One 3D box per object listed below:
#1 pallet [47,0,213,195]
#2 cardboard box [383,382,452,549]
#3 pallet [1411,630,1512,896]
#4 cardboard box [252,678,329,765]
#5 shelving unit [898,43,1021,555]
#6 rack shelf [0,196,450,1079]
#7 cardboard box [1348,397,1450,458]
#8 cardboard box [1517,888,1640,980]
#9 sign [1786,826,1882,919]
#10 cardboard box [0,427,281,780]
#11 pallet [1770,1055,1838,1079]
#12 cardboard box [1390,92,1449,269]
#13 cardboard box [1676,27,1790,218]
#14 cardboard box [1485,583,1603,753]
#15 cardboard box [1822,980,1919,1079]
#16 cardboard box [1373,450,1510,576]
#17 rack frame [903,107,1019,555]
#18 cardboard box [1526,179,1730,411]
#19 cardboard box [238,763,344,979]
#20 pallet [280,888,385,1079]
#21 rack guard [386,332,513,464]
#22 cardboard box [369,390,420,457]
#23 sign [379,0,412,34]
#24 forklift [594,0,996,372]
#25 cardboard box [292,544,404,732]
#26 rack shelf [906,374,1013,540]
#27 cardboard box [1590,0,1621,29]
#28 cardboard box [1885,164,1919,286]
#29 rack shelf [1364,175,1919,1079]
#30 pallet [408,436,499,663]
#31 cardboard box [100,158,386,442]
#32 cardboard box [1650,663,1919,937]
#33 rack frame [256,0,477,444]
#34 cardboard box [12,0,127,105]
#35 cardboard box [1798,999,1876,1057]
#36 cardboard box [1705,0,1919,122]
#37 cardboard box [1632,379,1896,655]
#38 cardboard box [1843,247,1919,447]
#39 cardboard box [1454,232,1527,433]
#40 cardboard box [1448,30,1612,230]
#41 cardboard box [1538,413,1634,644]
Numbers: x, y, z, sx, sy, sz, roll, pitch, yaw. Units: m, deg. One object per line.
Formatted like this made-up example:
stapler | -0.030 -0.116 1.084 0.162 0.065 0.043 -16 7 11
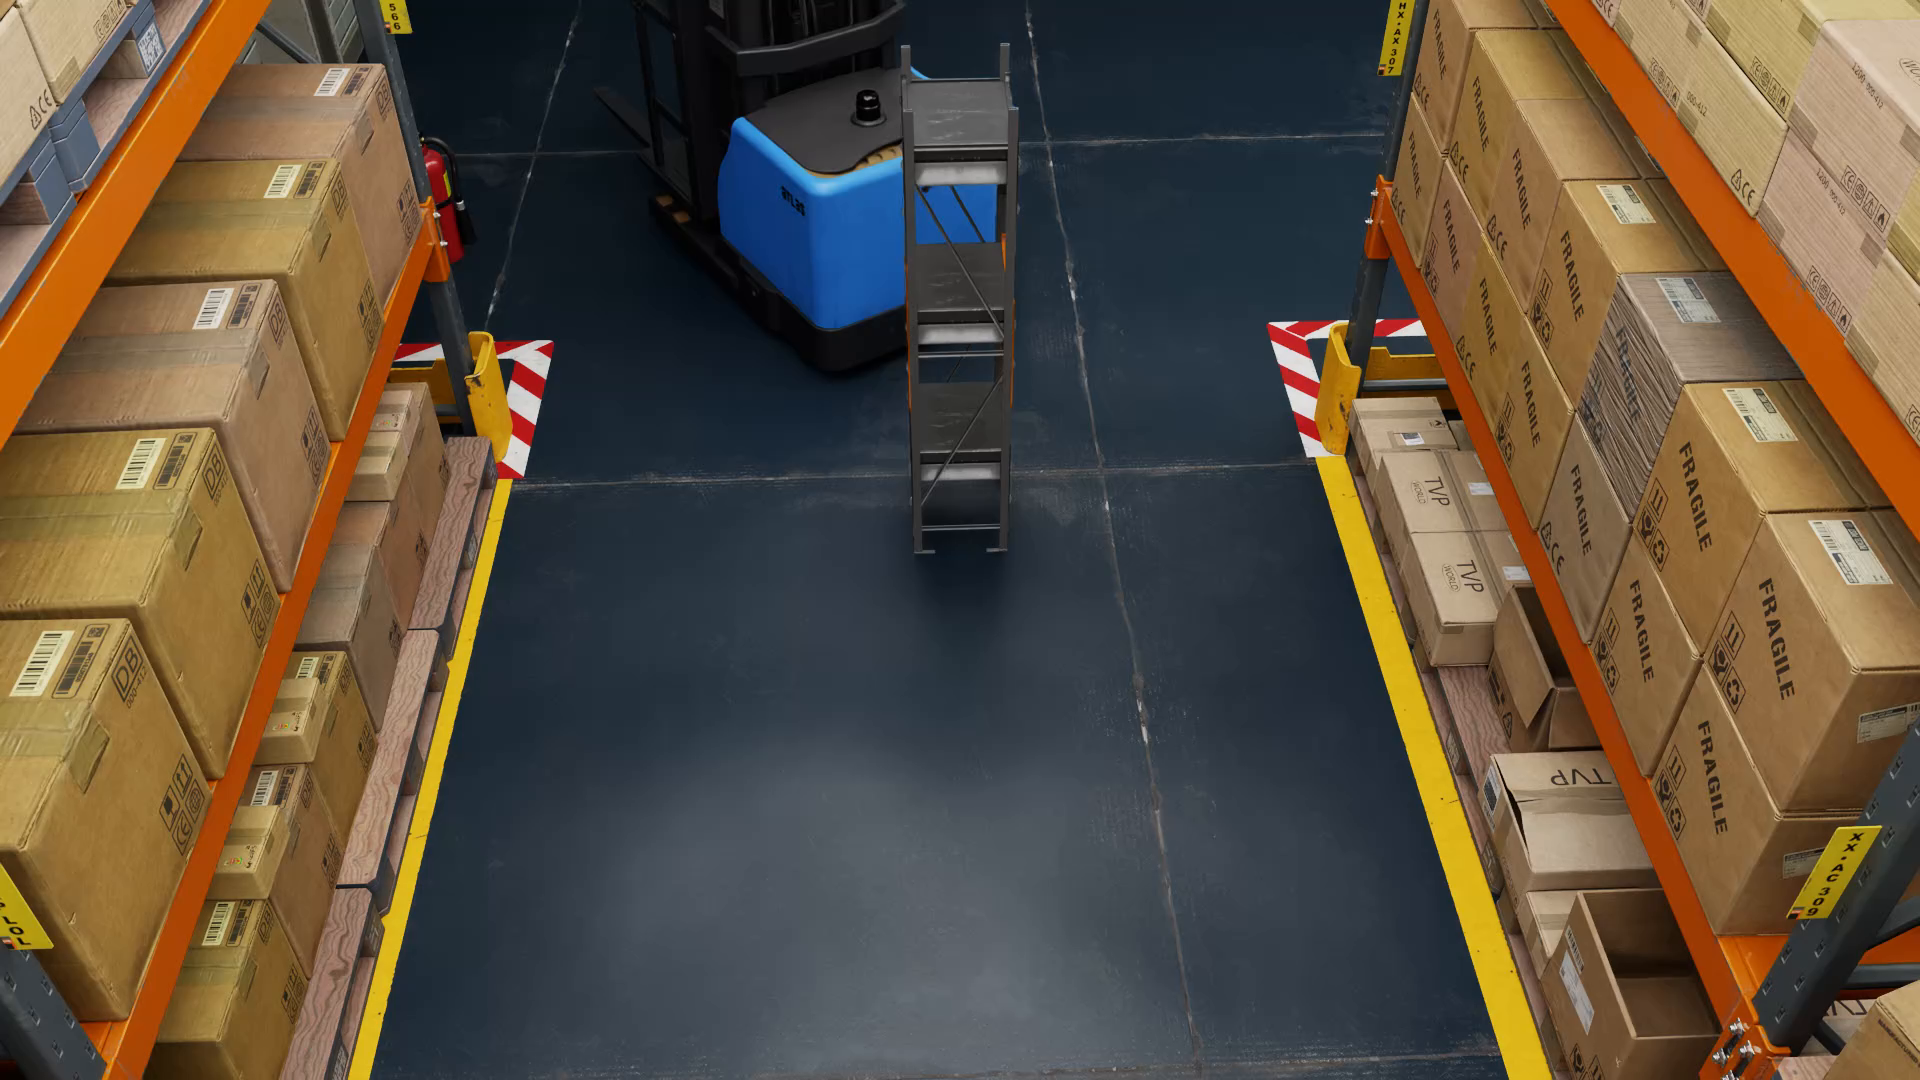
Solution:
pallet | -2.588 -1.281 4.274 1.003 0.211 1.213 -2 43 -2
cardboard box | -2.555 -0.298 6.894 0.700 0.500 0.500 -2 43 -2
pallet | 2.351 0.760 6.265 1.003 0.211 1.213 -2 43 -2
cardboard box | -2.299 0.597 5.438 0.380 0.149 0.250 -3 43 -3
shelving unit | -0.007 -0.886 6.662 0.431 2.100 0.503 -2 43 -2
rack shelf | -2.600 0.081 5.474 1.077 0.370 4.000 -2 43 -2
cardboard box | 1.939 -0.498 7.357 0.380 0.149 0.250 -2 43 -2
cardboard box | 2.051 1.282 5.416 0.380 0.149 0.250 -2 43 -2
sign | 1.893 0.723 3.601 0.100 0.325 0.005 -2 43 -2
cardboard box | -2.547 0.196 4.594 0.980 0.700 0.700 -3 43 -3
pallet | 2.359 1.635 3.389 1.003 0.211 1.213 -2 43 -2
cardboard box | 2.020 -1.409 6.493 0.500 0.500 0.500 -1 43 -1
cardboard box | 2.108 -1.025 4.039 0.500 0.250 0.500 -2 43 -2
cardboard box | 2.349 0.511 5.994 0.797 0.503 0.637 -2 43 -2
cardboard box | 2.231 1.156 3.384 0.700 0.500 0.500 -15 45 -16
cardboard box | 2.025 -0.115 6.865 0.500 0.250 0.500 -2 43 -2
rack frame | 0.003 -0.721 6.483 0.400 2.100 0.015 -2 43 -2
cardboard box | 2.088 -0.744 5.028 0.500 0.500 0.500 -2 43 -2
cardboard box | -2.462 1.086 5.385 0.700 0.500 0.500 -2 43 -2
pallet | -2.469 1.678 5.263 1.003 0.211 1.213 -2 43 -2
rack guard | -2.686 -0.629 7.566 1.175 0.500 0.348 -2 43 -2
cardboard box | -2.367 -0.456 6.586 0.380 0.149 0.250 -2 43 -2
sign | -2.142 -2.055 6.240 0.100 0.325 0.005 -2 43 -2
forklift | -1.046 -2.859 8.200 1.130 2.935 3.031 -24 48 -24
cardboard box | -2.512 0.379 6.155 0.700 0.500 0.500 -3 43 -3
rack shelf | -0.007 -0.360 7.145 0.431 0.518 0.480 -2 43 -2
cardboard box | 2.063 -1.700 4.776 0.500 0.250 0.500 -2 43 -2
cardboard box | 2.142 -0.534 3.134 0.500 0.250 0.500 -2 43 -2
rack shelf | 2.349 -0.064 5.632 1.077 0.370 4.000 -2 43 -2
pallet | -2.572 0.031 7.060 1.003 0.211 1.213 -2 43 -2
cardboard box | -2.611 -0.810 5.692 0.980 0.700 0.700 -2 43 -2
cardboard box | 2.157 0.654 4.242 0.500 0.500 0.500 -1 43 -1
rack frame | -2.685 -1.534 6.704 1.000 3.000 0.127 -2 43 -2
cardboard box | -2.317 -1.241 3.890 0.500 0.250 0.500 -3 43 -3
cardboard box | 2.633 1.561 4.992 0.500 0.311 0.500 -2 43 -2
cardboard box | 2.106 -1.209 3.870 0.500 0.250 0.500 -2 43 -2
cardboard box | 2.130 -0.064 4.286 0.500 0.500 0.500 -2 43 -3
cardboard box | 2.148 -0.350 3.303 0.500 0.250 0.500 -2 43 -2
cardboard box | 2.066 -0.722 5.743 0.500 0.500 0.500 -2 43 -2
cardboard box | 2.050 -1.425 5.770 0.500 0.500 0.500 -1 43 -1
cardboard box | 2.109 -0.040 5.000 0.500 0.500 0.500 -1 43 -1
